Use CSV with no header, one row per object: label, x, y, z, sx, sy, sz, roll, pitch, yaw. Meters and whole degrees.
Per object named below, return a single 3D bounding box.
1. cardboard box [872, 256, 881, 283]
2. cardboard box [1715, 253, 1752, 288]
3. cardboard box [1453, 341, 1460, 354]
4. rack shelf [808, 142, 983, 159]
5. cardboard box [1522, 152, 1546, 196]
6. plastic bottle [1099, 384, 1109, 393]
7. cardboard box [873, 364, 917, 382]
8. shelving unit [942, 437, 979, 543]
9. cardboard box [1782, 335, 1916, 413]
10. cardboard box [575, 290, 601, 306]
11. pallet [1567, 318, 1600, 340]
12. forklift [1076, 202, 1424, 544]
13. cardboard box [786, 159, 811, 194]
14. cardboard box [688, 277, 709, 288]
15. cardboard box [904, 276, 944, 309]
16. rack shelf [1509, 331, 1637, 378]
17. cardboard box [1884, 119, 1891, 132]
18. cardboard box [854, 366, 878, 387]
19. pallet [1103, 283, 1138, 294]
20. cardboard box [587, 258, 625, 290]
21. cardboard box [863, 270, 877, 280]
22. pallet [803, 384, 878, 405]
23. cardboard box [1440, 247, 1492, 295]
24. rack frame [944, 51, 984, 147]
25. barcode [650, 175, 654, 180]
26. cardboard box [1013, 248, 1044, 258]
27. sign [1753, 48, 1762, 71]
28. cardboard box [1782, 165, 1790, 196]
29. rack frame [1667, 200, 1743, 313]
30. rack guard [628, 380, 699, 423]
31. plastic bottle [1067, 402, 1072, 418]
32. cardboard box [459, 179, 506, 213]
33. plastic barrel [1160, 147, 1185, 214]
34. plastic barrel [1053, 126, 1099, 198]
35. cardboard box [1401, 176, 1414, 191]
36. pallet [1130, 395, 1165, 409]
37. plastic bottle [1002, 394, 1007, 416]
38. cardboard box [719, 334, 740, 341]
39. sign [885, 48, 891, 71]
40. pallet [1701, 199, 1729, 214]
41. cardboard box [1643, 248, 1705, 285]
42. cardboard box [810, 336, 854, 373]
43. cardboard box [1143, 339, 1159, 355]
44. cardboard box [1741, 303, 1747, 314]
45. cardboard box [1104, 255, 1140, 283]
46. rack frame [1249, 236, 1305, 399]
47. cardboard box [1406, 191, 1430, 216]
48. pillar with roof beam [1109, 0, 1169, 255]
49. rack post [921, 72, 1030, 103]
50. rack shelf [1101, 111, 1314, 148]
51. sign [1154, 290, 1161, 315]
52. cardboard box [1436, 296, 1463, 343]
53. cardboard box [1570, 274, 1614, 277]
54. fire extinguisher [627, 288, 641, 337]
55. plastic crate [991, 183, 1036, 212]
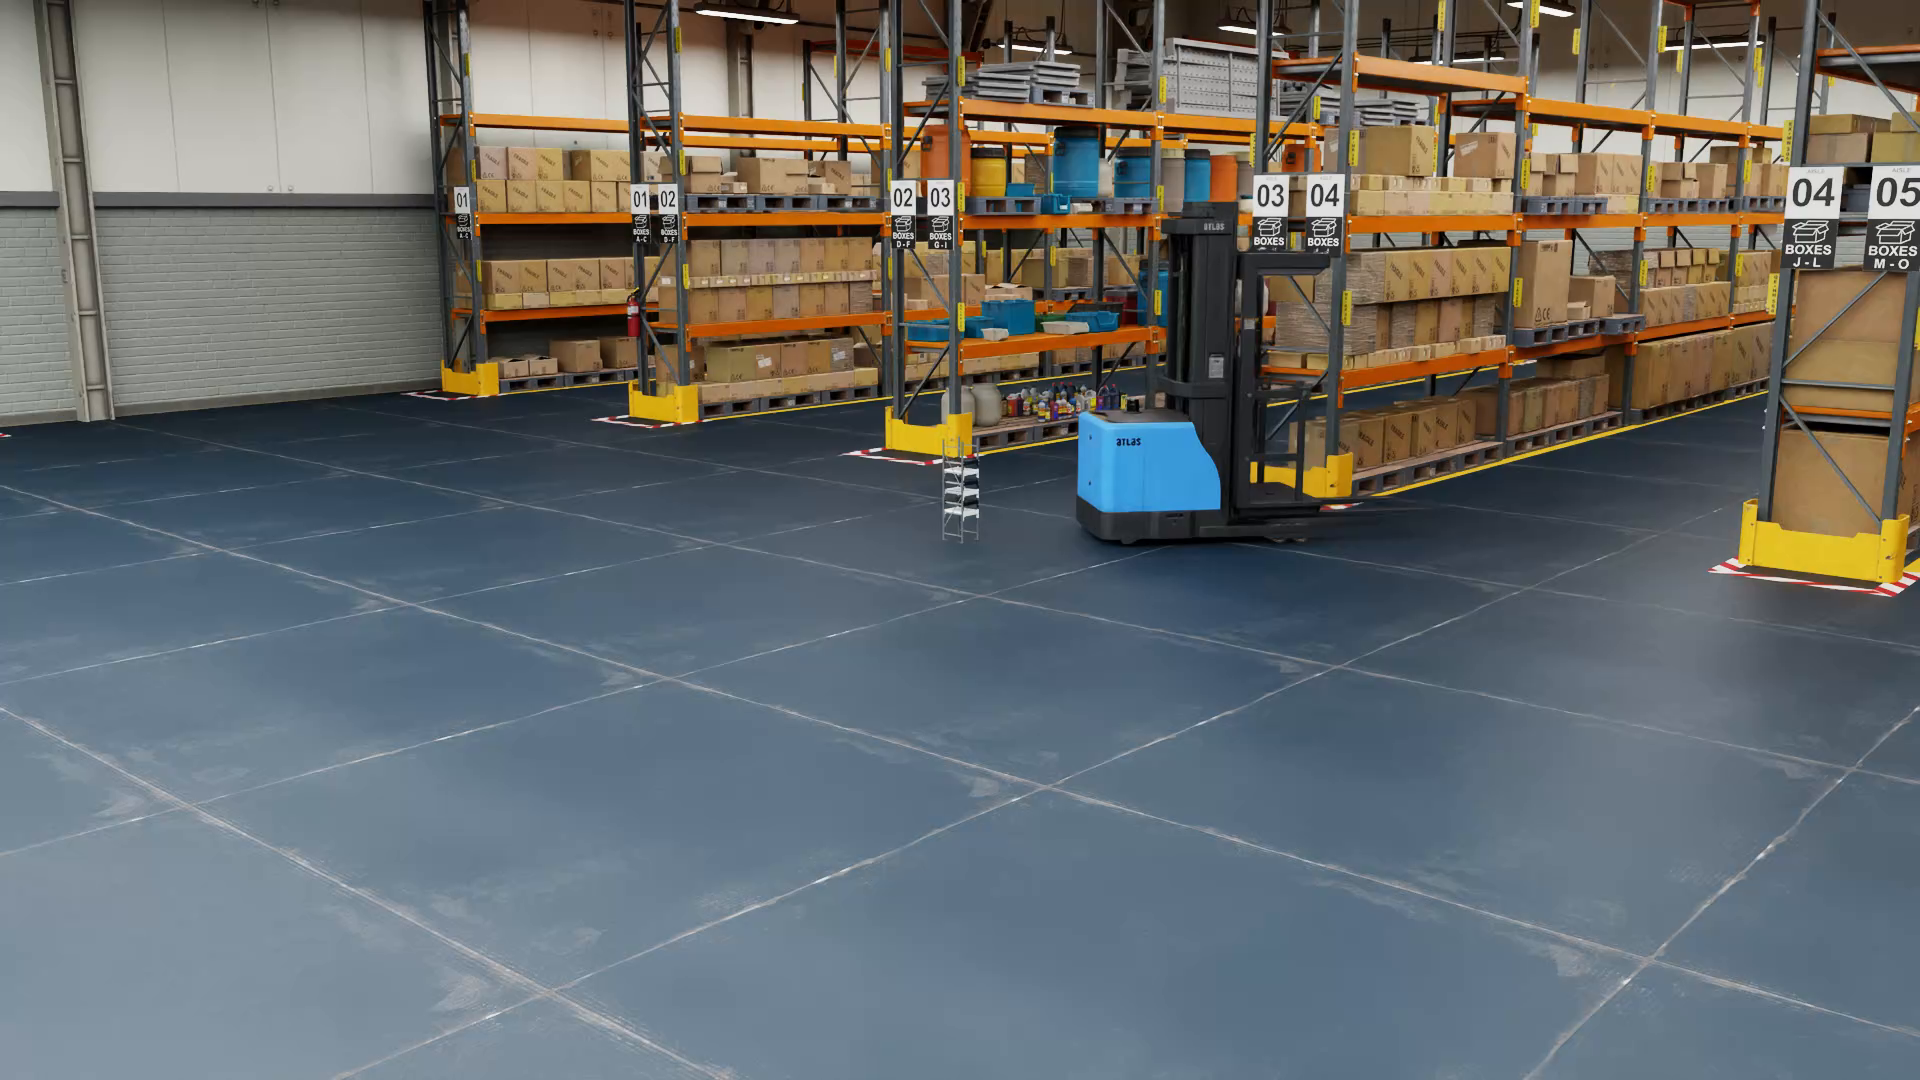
cardboard box,-1.692,-5.305,32.547,0.500,0.500,0.500,10,15,42
cardboard box,11.753,-4.131,25.442,0.500,0.500,0.500,10,15,40
cardboard box,5.315,-2.148,18.447,0.380,0.149,0.250,10,15,40
rack shelf,-1.238,-7.673,33.011,1.077,0.370,4.000,10,15,40
cardboard box,6.348,-4.260,19.387,0.797,0.503,0.637,9,14,38
plastic bottle,1.926,-1.920,22.305,0.144,0.351,0.185,10,15,40
cardboard box,-1.023,-2.642,26.230,0.500,0.250,0.500,9,15,39
shelving unit,0.005,-0.442,14.629,0.258,0.900,0.210,10,15,40
cardboard box,7.193,-1.365,13.506,0.875,0.550,0.550,10,15,40
cardboard box,-6.270,-4.002,27.423,0.500,0.250,0.500,10,15,41
pallet,7.328,-2.674,20.930,1.003,0.211,1.213,10,15,40
forklift,2.628,-1.513,14.802,3.031,2.935,1.130,-2,11,-9
cardboard box,-2.657,-5.328,24.375,0.637,0.503,0.797,-10,15,-41
cardboard box,-3.695,-3.566,22.995,0.380,0.149,0.250,10,15,40
cardboard box,-0.608,-3.995,26.799,0.500,0.500,0.500,-11,16,-43
rack shelf,7.284,-2.418,20.993,1.077,0.370,4.000,10,15,40
cardboard box,7.621,-3.468,14.034,0.380,0.149,0.250,10,15,41
cardboard box,-1.617,-2.519,25.610,0.500,0.250,0.500,10,15,40
pallet,3.196,-4.737,31.259,1.003,0.211,1.213,10,15,40
cardboard box,-5.944,-4.445,27.725,0.500,0.500,0.500,9,15,39
cardboard box,-1.494,-4.057,25.453,0.380,0.149,0.250,10,15,40
pallet,-2.031,-2.278,25.580,1.003,0.211,1.213,10,15,40
cardboard box,5.544,-2.986,18.434,0.500,0.500,0.500,10,15,40
rack frame,0.082,-8.516,34.374,1.000,3.000,0.127,10,15,40
barcode,-4.279,-5.031,23.103,0.001,0.075,0.075,10,15,40
cardboard box,1.412,-6.014,36.398,0.980,0.700,0.700,9,14,38
sign,11.660,-7.023,24.313,0.100,0.325,0.005,10,15,40
cardboard box,13.120,-5.866,27.181,0.700,0.500,0.500,9,14,38
rack frame,11.245,-3.653,25.343,1.000,3.000,0.127,10,15,40
rack guard,-4.131,-1.940,23.146,1.175,0.500,0.348,10,15,40
plastic bottle,1.391,-1.678,21.473,0.097,0.201,0.097,0,11,0
cardboard box,-7.430,-5.355,25.901,0.500,0.500,0.500,10,15,42
plastic barrel,2.848,-5.032,23.310,0.600,0.901,0.600,0,11,0
plastic barrel,1.506,-4.907,21.608,0.600,0.901,0.708,10,15,40
cardboard box,4.394,-3.636,16.963,0.380,0.149,0.250,10,15,40
pallet,2.733,-1.870,23.533,1.003,0.211,1.213,10,15,40
plastic bottle,0.549,-1.758,21.667,0.061,0.283,0.133,10,15,42
cardboard box,-4.422,-3.580,30.237,0.700,0.500,0.500,9,15,39
sign,-1.074,-7.160,24.793,0.100,0.325,0.005,10,15,40
pallet,10.677,-4.889,24.360,0.805,0.209,1.217,9,14,38
cardboard box,10.368,-4.000,24.261,0.797,0.503,0.637,10,15,41
cardboard box,-1.956,-2.814,25.176,0.500,0.500,0.500,10,15,40
cardboard box,3.363,-3.743,31.052,0.500,0.500,0.500,10,15,41
cardboard box,11.863,-3.569,25.563,0.380,0.149,0.250,9,14,38
cardboard box,2.919,-5.039,30.955,0.500,0.500,0.700,-9,15,-39
rack frame,4.884,-3.705,25.602,1.000,3.000,0.127,10,15,40
cardboard box,4.501,-3.471,17.158,0.500,0.250,0.500,10,15,40
pillar with roof beam,7.089,-9.057,37.083,9.100,9.000,0.548,10,15,40
rack post,0.197,-5.319,19.645,0.954,0.300,0.937,-10,15,-41
rack shelf,3.564,-5.804,23.651,1.077,0.370,4.000,10,15,40
sign,2.649,-3.179,22.265,0.100,0.325,0.005,10,15,40
cardboard box,5.009,-2.457,18.340,0.875,0.500,0.500,10,15,40
cardboard box,8.278,-3.235,21.922,0.500,0.500,0.500,8,14,33
fire extinguisher,-4.542,-3.174,23.140,0.296,0.674,0.183,10,15,40
plastic crate,0.636,-4.311,21.017,0.392,0.384,0.575,10,15,40
